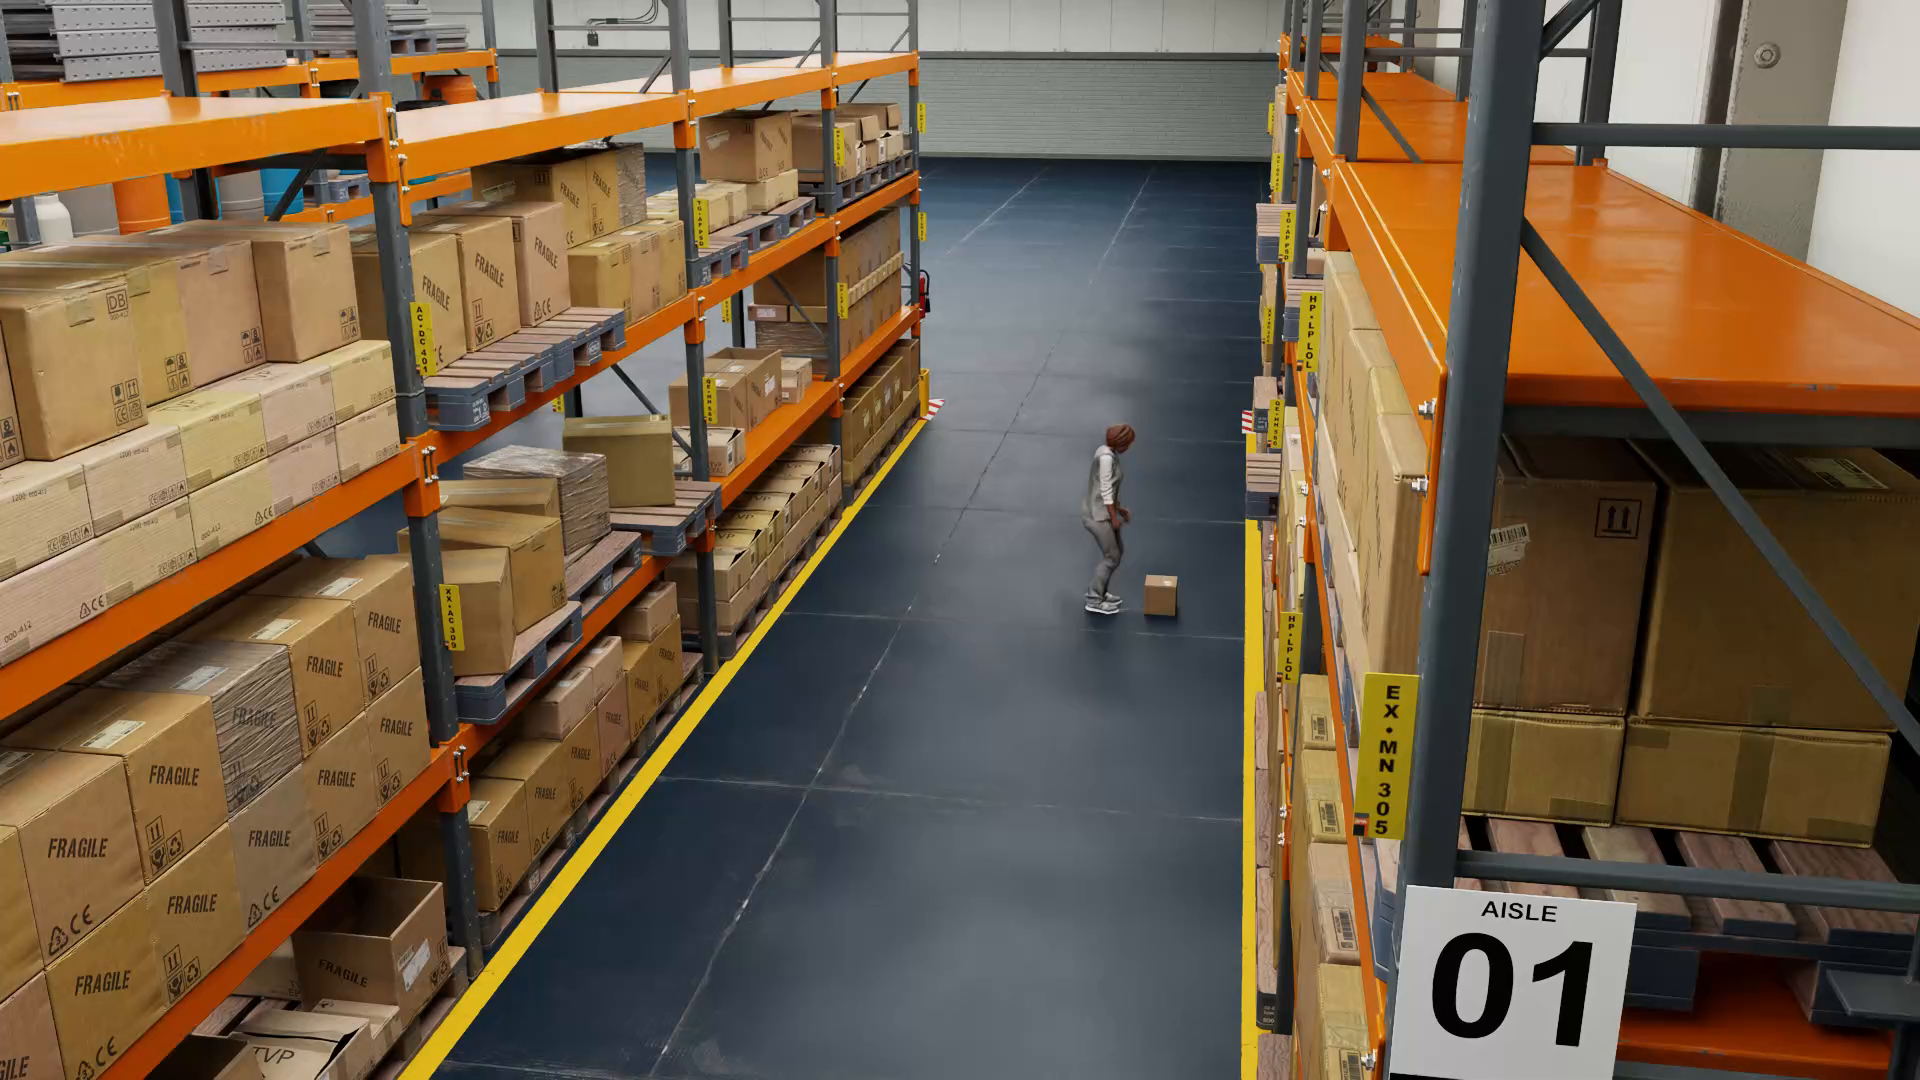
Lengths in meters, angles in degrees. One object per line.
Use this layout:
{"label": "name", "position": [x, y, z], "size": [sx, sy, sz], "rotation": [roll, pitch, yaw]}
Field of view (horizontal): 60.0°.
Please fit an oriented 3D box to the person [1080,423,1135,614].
{"label": "person", "position": [1.166, -0.190, 13.261], "size": [0.417, 1.538, 0.433], "rotation": [3, 18, 10]}
